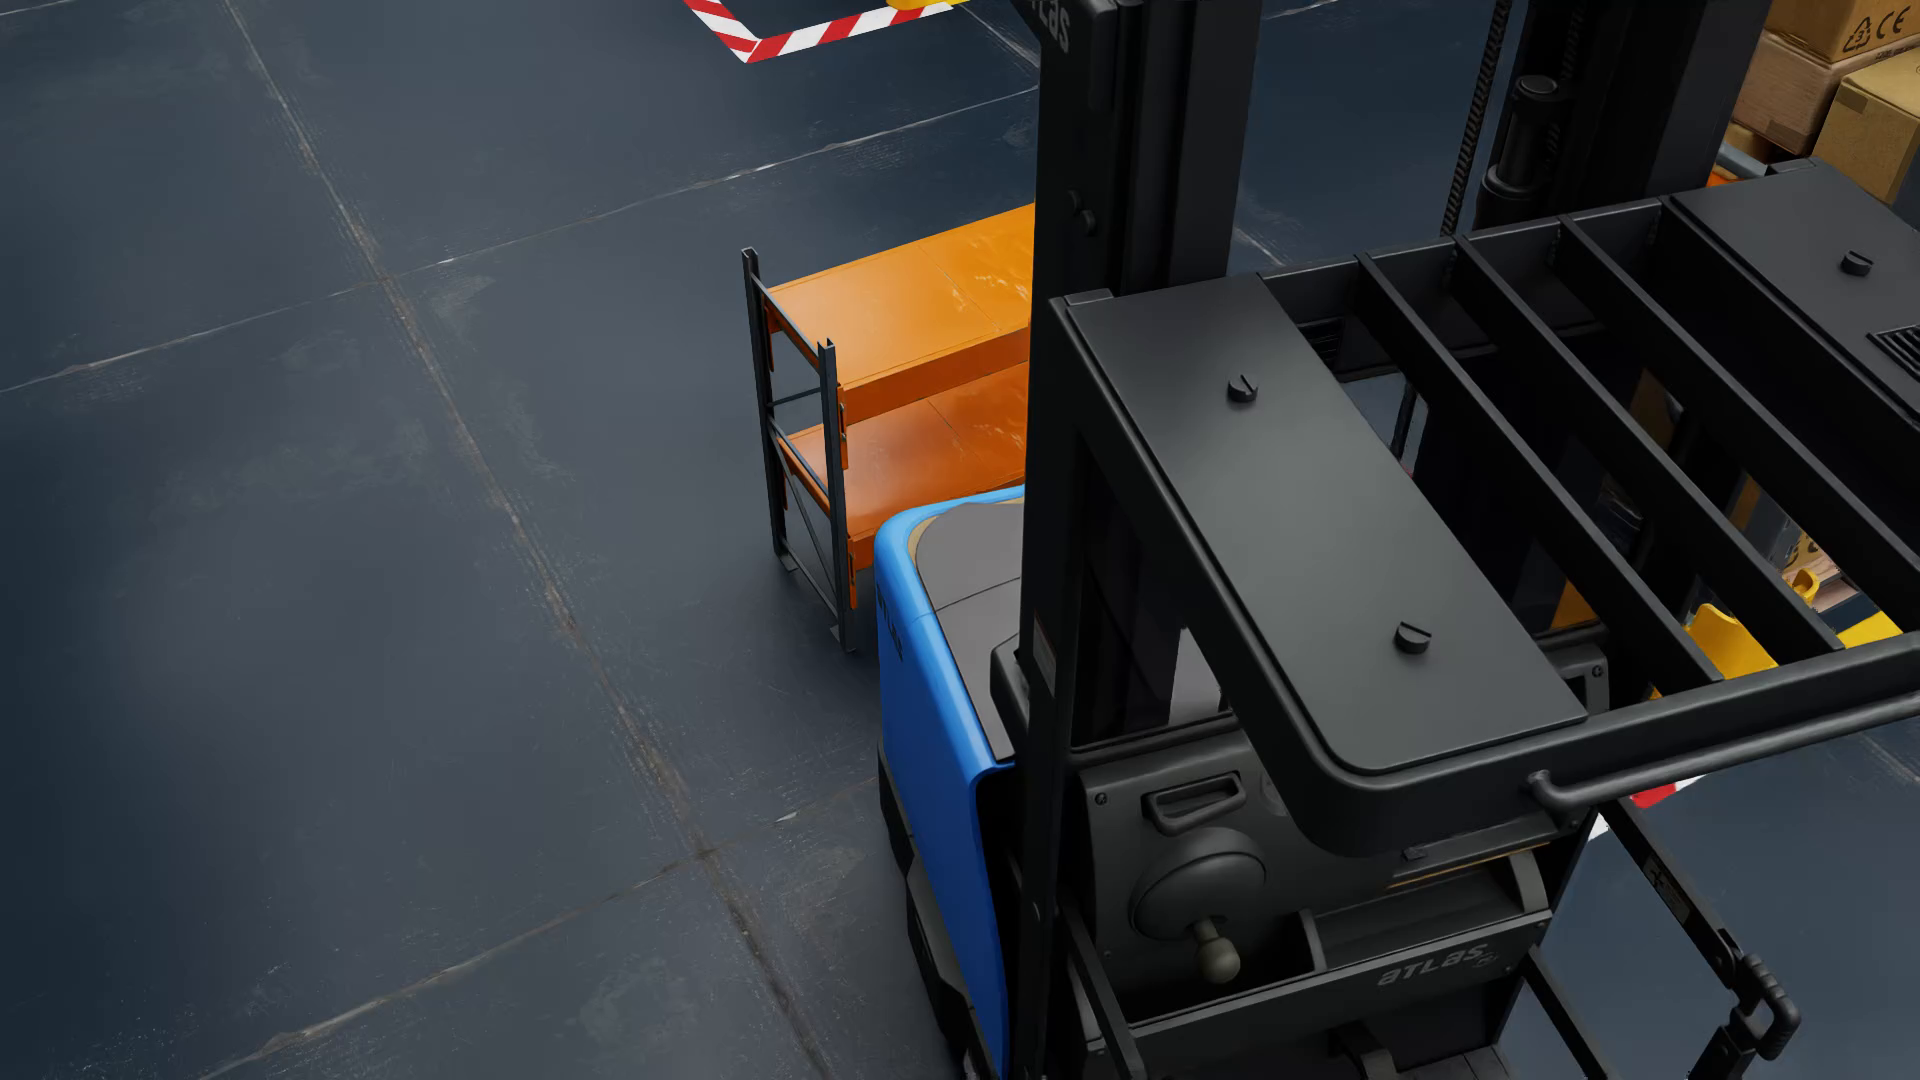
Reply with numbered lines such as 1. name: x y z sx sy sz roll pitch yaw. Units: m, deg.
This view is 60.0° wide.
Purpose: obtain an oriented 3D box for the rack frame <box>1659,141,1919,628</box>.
1. rack frame: 1.889 -0.902 4.026 0.127 3.000 1.000 -22 48 -21

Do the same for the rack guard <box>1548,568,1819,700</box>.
1. rack guard: 1.868 0.003 4.888 0.348 0.500 1.175 -22 48 -21

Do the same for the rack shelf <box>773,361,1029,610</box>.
1. rack shelf: -0.006 -0.226 5.026 1.000 0.278 0.538 -22 48 -21

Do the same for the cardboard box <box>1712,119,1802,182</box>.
1. cardboard box: 2.034 -1.134 4.445 0.250 0.149 0.380 -21 48 -20

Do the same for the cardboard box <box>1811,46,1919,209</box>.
1. cardboard box: 2.440 -0.958 3.978 0.500 0.250 0.500 -23 49 -22

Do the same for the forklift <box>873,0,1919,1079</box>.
1. forklift: 0.712 0.542 2.587 1.130 2.935 3.031 -12 45 -12

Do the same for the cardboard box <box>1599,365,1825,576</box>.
1. cardboard box: 2.404 -0.561 4.898 0.875 0.875 0.875 -22 48 -21

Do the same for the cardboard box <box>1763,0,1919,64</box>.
1. cardboard box: 2.180 -1.552 4.051 0.500 0.500 0.500 -21 48 -20

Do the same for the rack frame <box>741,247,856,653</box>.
1. rack frame: -0.447 -0.225 4.674 0.032 1.125 0.500 -22 48 -21

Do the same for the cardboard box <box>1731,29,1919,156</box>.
1. cardboard box: 2.177 -1.283 4.313 0.500 0.250 0.500 -23 48 -22

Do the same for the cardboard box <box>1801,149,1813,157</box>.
1. cardboard box: 2.258 -1.225 4.539 0.250 0.149 0.380 -21 48 -21

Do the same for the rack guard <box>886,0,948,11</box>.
1. rack guard: -0.429 -3.061 8.046 0.348 0.500 1.175 -22 48 -21

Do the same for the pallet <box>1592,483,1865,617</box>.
1. pallet: 2.543 -0.226 5.331 1.213 0.211 1.003 -22 48 -21

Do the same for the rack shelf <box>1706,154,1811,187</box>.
1. rack shelf: 3.623 -1.338 4.991 4.000 0.370 1.077 -22 48 -21

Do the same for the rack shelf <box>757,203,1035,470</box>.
1. rack shelf: -0.006 -0.611 4.652 1.000 0.278 0.538 -22 48 -21

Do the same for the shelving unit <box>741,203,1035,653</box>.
1. shelving unit: -0.006 -0.401 4.856 1.048 1.125 0.538 -22 48 -21
